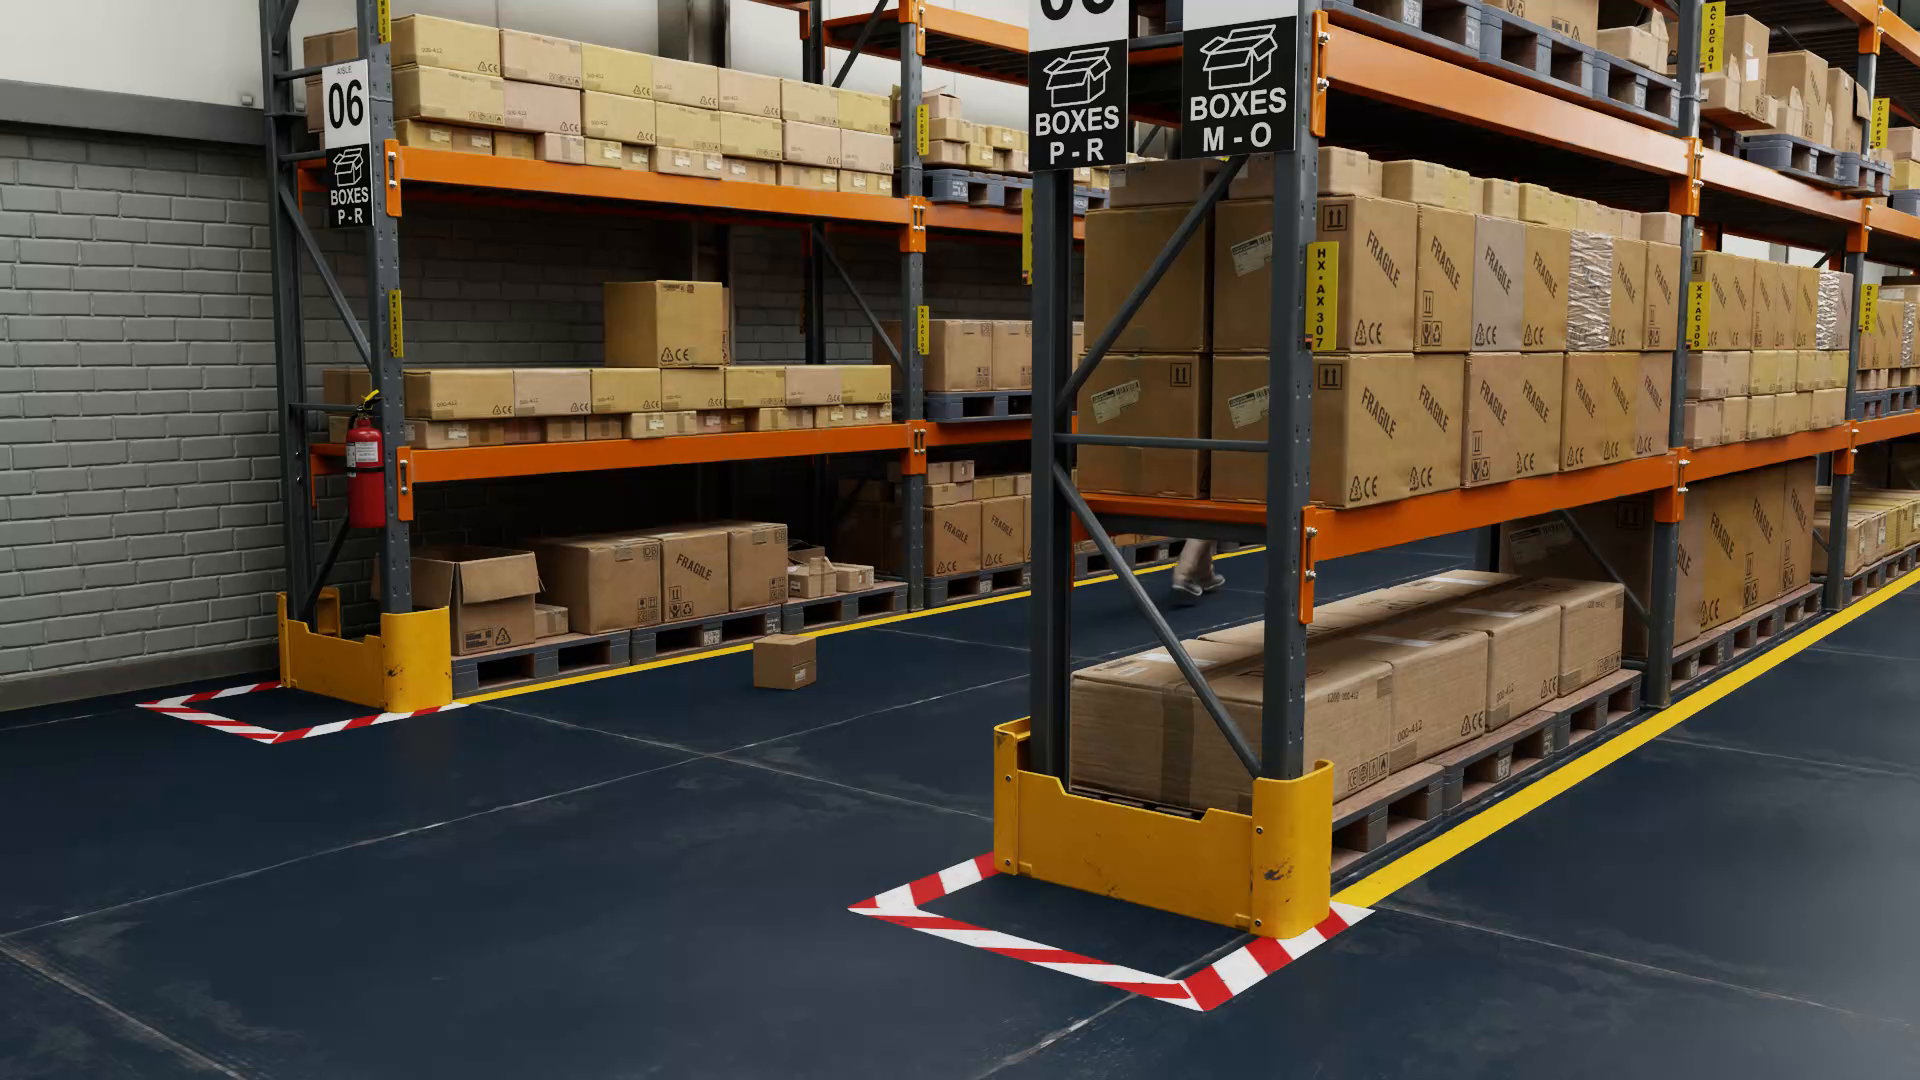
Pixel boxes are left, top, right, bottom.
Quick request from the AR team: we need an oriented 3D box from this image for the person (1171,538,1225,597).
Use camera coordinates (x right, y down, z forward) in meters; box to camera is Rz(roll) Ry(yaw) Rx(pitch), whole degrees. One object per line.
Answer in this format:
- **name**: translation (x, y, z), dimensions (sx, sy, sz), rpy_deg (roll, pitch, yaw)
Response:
- **person**: translation (1.759, -0.428, 12.011), dimensions (0.539, 1.677, 1.027), rpy_deg (5, 8, 37)
